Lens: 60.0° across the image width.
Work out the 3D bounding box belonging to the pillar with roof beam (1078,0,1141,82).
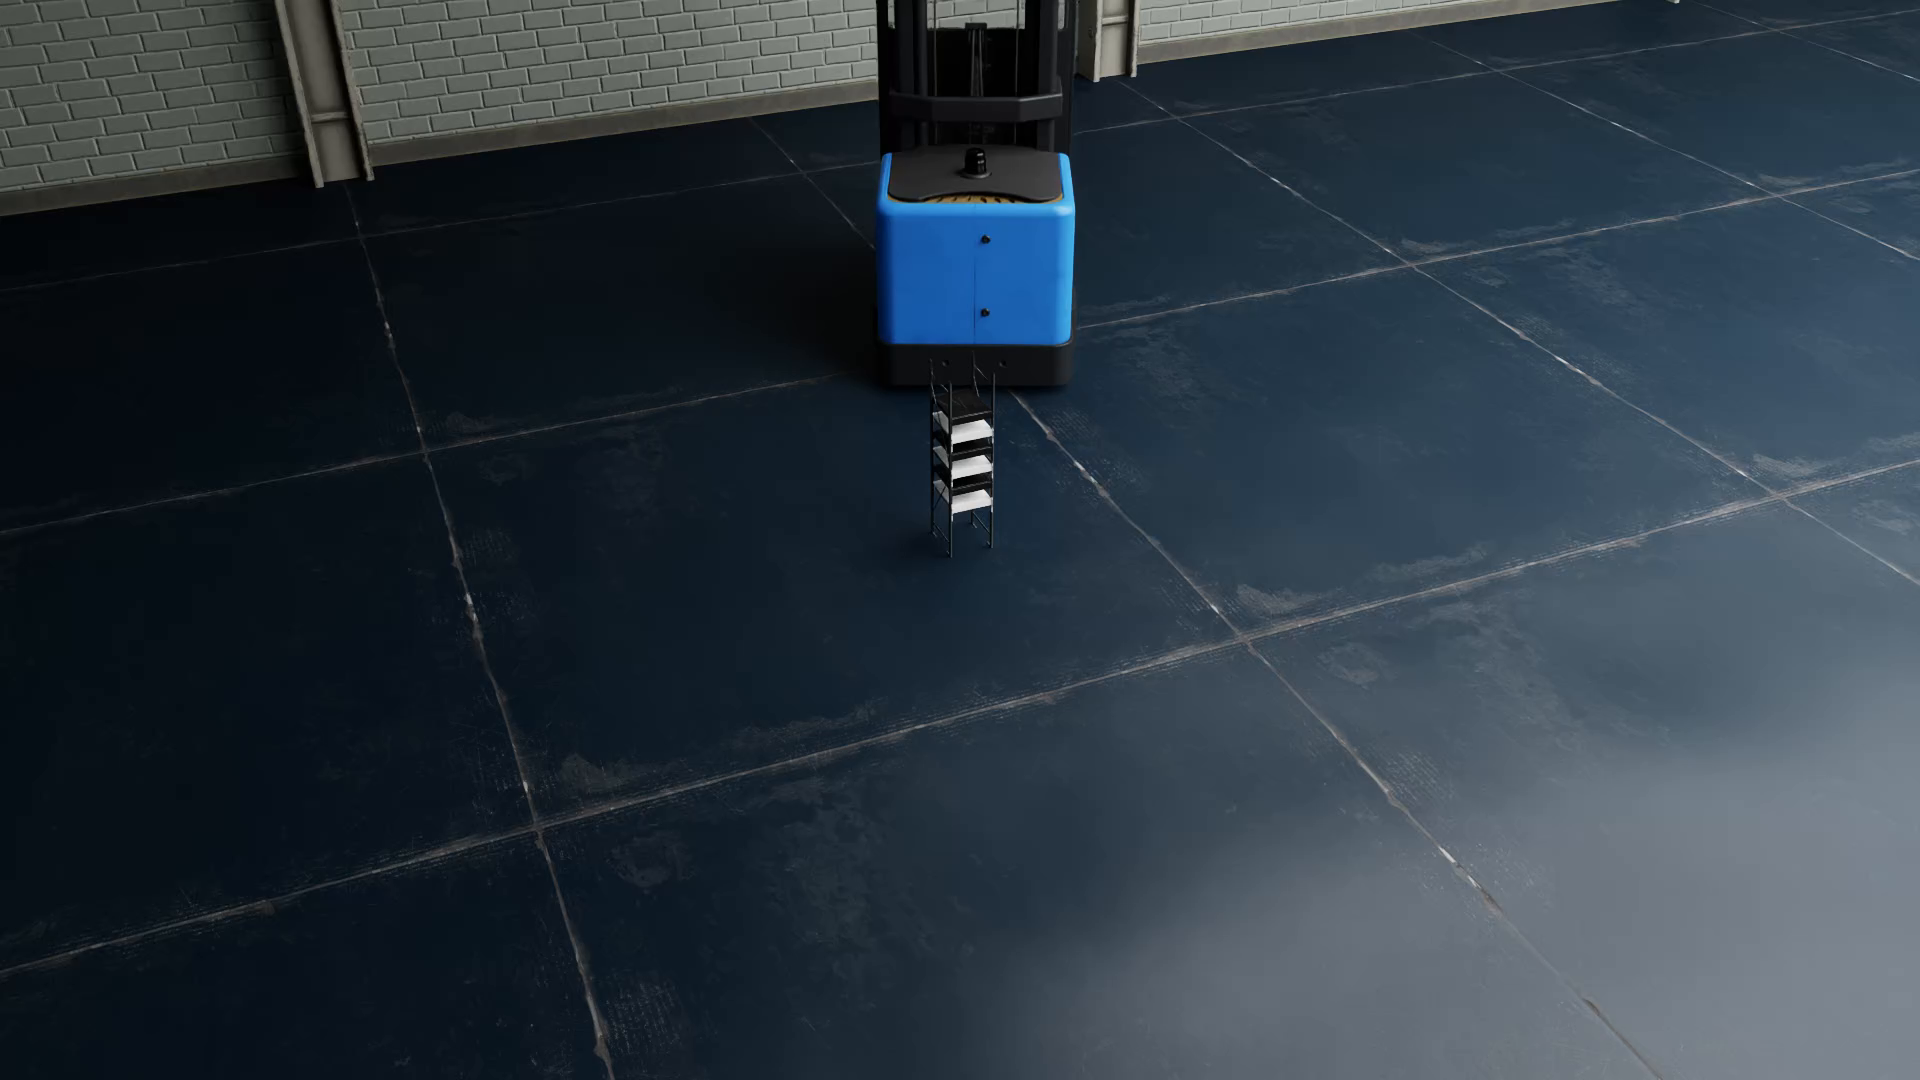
[{"bbox_3d":[2.867,-5.426,7.838,0.400,9.000,9.100,-13,35,-19],"label":"pillar with roof beam"}]

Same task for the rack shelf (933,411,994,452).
[{"bbox_3d":[0.008,-0.502,7.427,0.200,0.077,0.258,-13,35,-19],"label":"rack shelf"}]

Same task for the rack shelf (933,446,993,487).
[{"bbox_3d":[0.008,-0.351,7.525,0.200,0.077,0.258,-13,35,-19],"label":"rack shelf"}]

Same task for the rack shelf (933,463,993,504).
[{"bbox_3d":[0.007,-0.276,7.574,0.200,0.077,0.258,-13,35,-19],"label":"rack shelf"}]

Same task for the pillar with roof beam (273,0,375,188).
[{"bbox_3d":[-2.665,-4.159,5.891,0.400,9.000,9.100,-13,35,-19],"label":"pillar with roof beam"}]

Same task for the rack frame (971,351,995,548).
[{"bbox_3d":[0.101,-0.400,7.540,0.006,0.900,0.240,-13,35,-19],"label":"rack frame"}]

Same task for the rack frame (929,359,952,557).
[{"bbox_3d":[-0.086,-0.357,7.474,0.006,0.900,0.240,-13,35,-19],"label":"rack frame"}]

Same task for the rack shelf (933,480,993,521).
[{"bbox_3d":[0.007,-0.200,7.624,0.200,0.077,0.258,-13,35,-19],"label":"rack shelf"}]

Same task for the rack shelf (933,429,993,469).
[{"bbox_3d":[0.008,-0.426,7.476,0.200,0.077,0.258,-13,35,-19],"label":"rack shelf"}]

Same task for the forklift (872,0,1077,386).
[{"bbox_3d":[0.091,-2.817,9.392,1.130,2.935,3.031,0,33,0],"label":"forklift"}]

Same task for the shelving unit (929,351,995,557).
[{"bbox_3d":[0.008,-0.379,7.507,0.210,0.900,0.258,-13,35,-19],"label":"shelving unit"}]

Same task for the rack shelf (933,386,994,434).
[{"bbox_3d":[0.008,-0.577,7.378,0.200,0.077,0.258,-13,35,-19],"label":"rack shelf"}]
